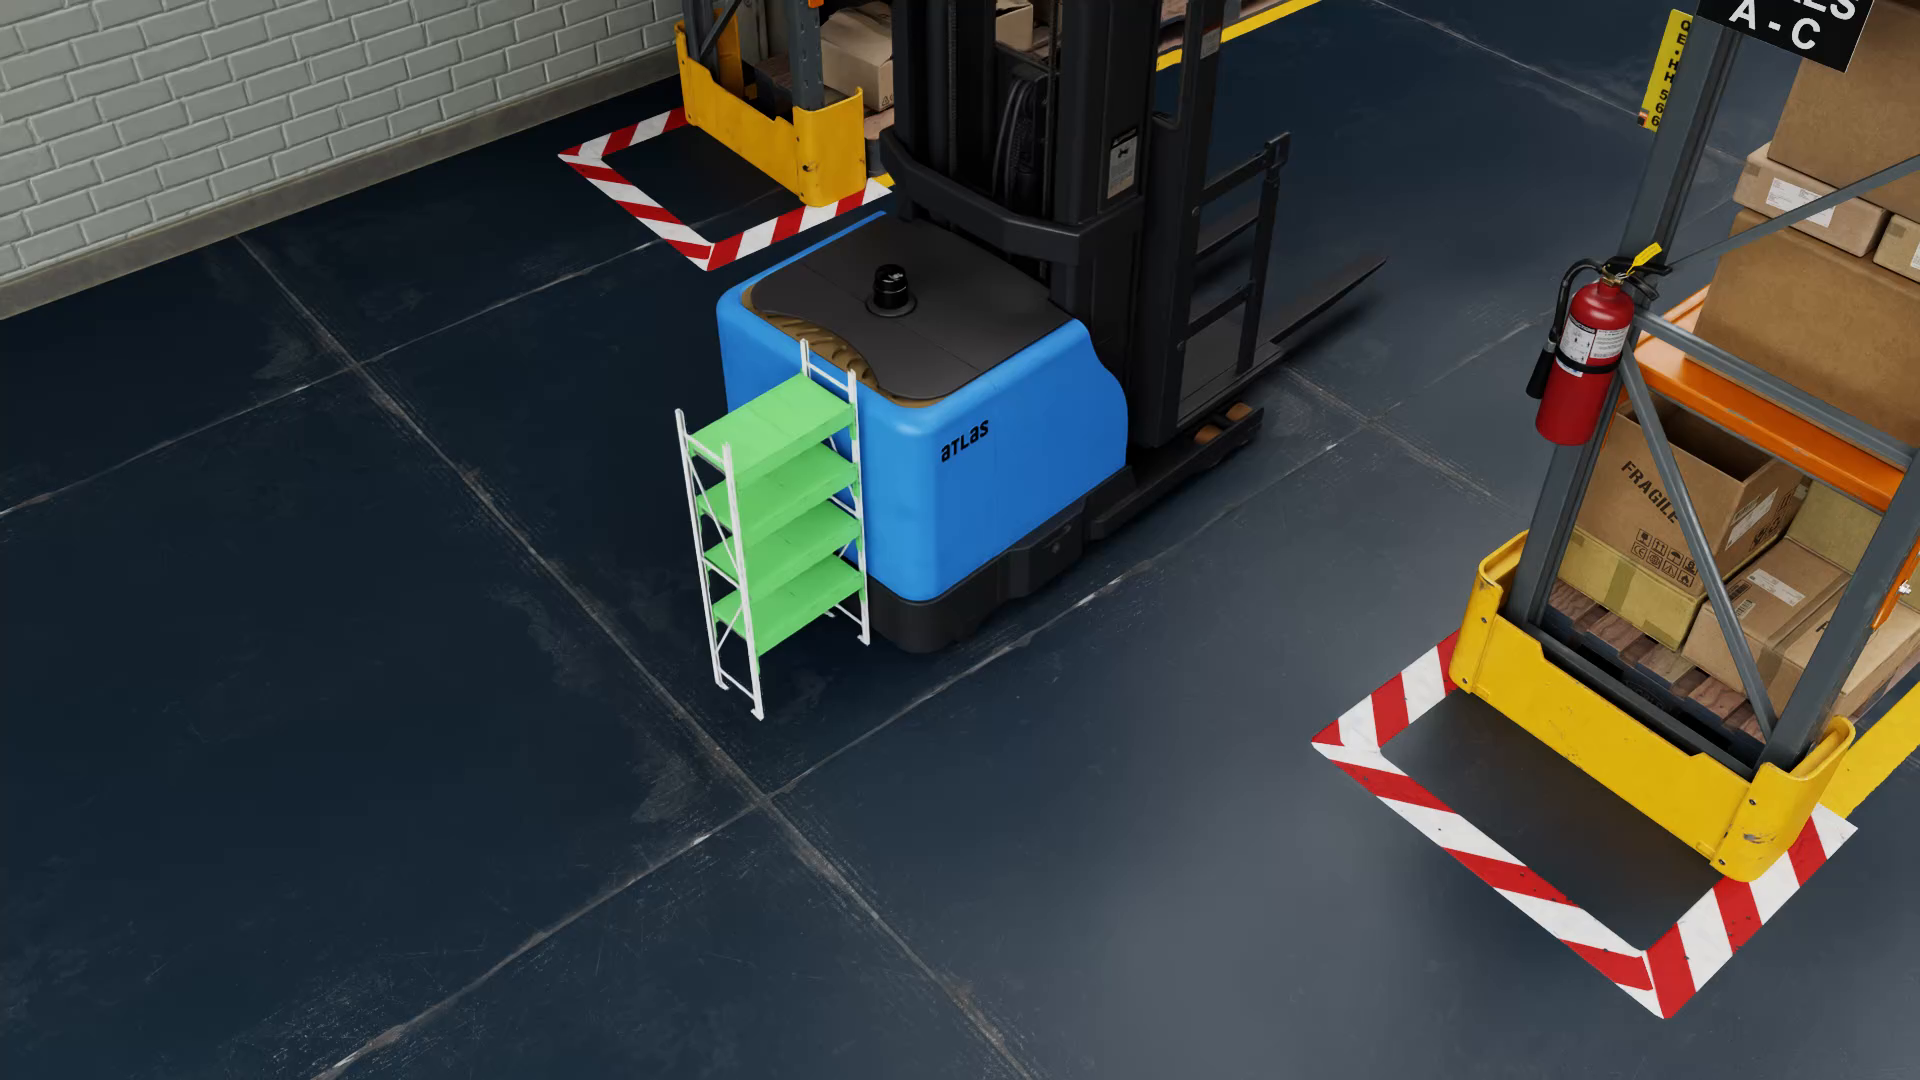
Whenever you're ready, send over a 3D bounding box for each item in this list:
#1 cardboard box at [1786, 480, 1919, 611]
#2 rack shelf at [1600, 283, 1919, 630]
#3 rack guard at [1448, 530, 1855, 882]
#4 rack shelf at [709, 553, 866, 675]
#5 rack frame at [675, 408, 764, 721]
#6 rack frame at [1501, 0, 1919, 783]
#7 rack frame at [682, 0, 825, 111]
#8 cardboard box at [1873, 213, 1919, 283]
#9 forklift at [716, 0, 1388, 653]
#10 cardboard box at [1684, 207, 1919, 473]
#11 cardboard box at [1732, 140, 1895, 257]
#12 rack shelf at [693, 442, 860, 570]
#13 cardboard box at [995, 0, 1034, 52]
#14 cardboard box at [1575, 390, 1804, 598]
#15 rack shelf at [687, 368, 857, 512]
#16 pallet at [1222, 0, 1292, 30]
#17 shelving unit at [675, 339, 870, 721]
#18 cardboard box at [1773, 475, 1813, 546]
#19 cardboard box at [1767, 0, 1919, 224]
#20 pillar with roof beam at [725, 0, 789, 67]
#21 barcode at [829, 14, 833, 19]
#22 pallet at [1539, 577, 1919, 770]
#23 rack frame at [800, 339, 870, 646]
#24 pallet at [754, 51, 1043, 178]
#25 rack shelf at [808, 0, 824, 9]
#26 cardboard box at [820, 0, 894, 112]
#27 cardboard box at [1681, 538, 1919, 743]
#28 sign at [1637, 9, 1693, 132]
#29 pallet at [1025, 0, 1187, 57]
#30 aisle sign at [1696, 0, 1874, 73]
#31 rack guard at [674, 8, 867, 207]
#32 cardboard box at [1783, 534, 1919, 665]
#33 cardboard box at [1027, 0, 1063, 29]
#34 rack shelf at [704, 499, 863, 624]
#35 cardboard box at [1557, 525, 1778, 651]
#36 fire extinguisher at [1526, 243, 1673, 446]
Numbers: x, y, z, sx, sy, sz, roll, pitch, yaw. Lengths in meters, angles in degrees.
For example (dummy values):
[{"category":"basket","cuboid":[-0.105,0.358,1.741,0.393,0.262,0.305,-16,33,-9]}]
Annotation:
[{"category":"cardboard box","cuboid":[3.126,-0.176,5.400,0.500,0.500,0.500,-30,51,-28]},{"category":"rack shelf","cuboid":[3.723,-1.029,5.680,4.000,0.370,1.077,-30,51,-28]},{"category":"rack guard","cuboid":[2.171,0.509,5.343,0.348,0.500,1.175,-30,51,-28]},{"category":"rack shelf","cuboid":[-0.579,0.213,5.591,0.258,0.148,0.480,34,53,31]},{"category":"rack frame","cuboid":[-0.751,0.110,5.257,0.240,1.200,0.015,34,53,31]},{"category":"rack frame","cuboid":[2.189,-0.413,4.498,0.127,3.000,1.000,-30,51,-28]},{"category":"rack frame","cuboid":[-0.992,-3.012,7.266,0.127,3.000,1.000,-30,51,-28]},{"category":"cardboard box","cuboid":[2.628,-0.745,4.305,0.250,0.149,0.380,-30,51,-28]},{"category":"forklift","cuboid":[0.564,-1.581,5.792,1.130,2.935,3.031,34,53,31]},{"category":"cardboard box","cuboid":[2.555,-0.647,4.675,0.500,0.500,0.700,-30,51,-28]},{"category":"cardboard box","cuboid":[2.360,-0.953,4.527,0.250,0.149,0.380,-31,51,-28]},{"category":"rack shelf","cuboid":[-0.579,-0.137,5.262,0.258,0.148,0.480,34,53,31]},{"category":"cardboard box","cuboid":[0.034,-2.700,8.576,0.500,0.311,0.500,-26,49,-25]},{"category":"cardboard box","cuboid":[2.410,-0.229,5.456,0.500,0.500,0.500,-30,51,-28]},{"category":"rack shelf","cuboid":[-0.579,-0.312,5.098,0.258,0.148,0.480,34,53,31]},{"category":"pallet","cuboid":[1.584,-3.439,9.758,1.213,0.211,1.003,-30,51,-28]},{"category":"shelving unit","cuboid":[-0.579,-0.008,5.383,0.258,1.200,0.503,34,53,31]},{"category":"cardboard box","cuboid":[2.787,-0.180,5.952,0.500,0.250,0.500,-30,51,-28]},{"category":"cardboard box","cuboid":[2.596,-1.144,4.256,0.500,0.500,0.700,-30,51,-28]},{"category":"pillar with roof beam","cuboid":[1.752,-3.700,3.617,0.400,9.000,9.100,-30,51,-28]},{"category":"barcode","cuboid":[-0.646,-2.671,8.538,0.075,0.075,0.001,-30,51,-28]},{"category":"pallet","cuboid":[2.749,0.246,5.834,1.213,0.211,1.003,-30,51,-28]},{"category":"rack frame","cuboid":[-0.406,-0.127,5.508,0.240,1.200,0.015,34,53,31]},{"category":"pallet","cuboid":[-0.288,-2.367,8.617,1.213,0.211,1.003,-30,51,-28]},{"category":"rack shelf","cuboid":[0.542,-3.629,8.448,4.000,0.370,1.077,-30,51,-28]},{"category":"cardboard box","cuboid":[-0.404,-2.449,8.309,0.500,0.311,0.500,33,52,30]},{"category":"cardboard box","cuboid":[2.743,0.318,5.422,0.500,0.250,0.500,-30,51,-28]},{"category":"sign","cuboid":[1.852,-1.212,4.331,0.005,0.325,0.100,-30,51,-28]},{"category":"pallet","cuboid":[0.647,-2.900,9.184,1.213,0.211,1.003,-30,51,-28]},{"category":"aisle sign","cuboid":[1.950,-1.486,3.742,0.004,0.787,0.394,-30,51,-28]},{"category":"rack guard","cuboid":[-0.934,-2.134,8.158,0.348,0.500,1.175,-30,51,-28]},{"category":"cardboard box","cuboid":[3.124,0.096,5.658,0.500,0.250,0.500,-30,51,-28]},{"category":"cardboard box","cuboid":[0.629,-3.064,8.826,0.500,0.500,0.700,-33,52,-30]},{"category":"rack shelf","cuboid":[-0.579,0.038,5.426,0.258,0.148,0.480,34,53,31]},{"category":"cardboard box","cuboid":[2.411,0.046,5.712,0.500,0.250,0.500,-30,51,-28]},{"category":"fire extinguisher","cuboid":[1.800,-0.576,4.729,0.183,0.674,0.296,-30,51,-28]}]
